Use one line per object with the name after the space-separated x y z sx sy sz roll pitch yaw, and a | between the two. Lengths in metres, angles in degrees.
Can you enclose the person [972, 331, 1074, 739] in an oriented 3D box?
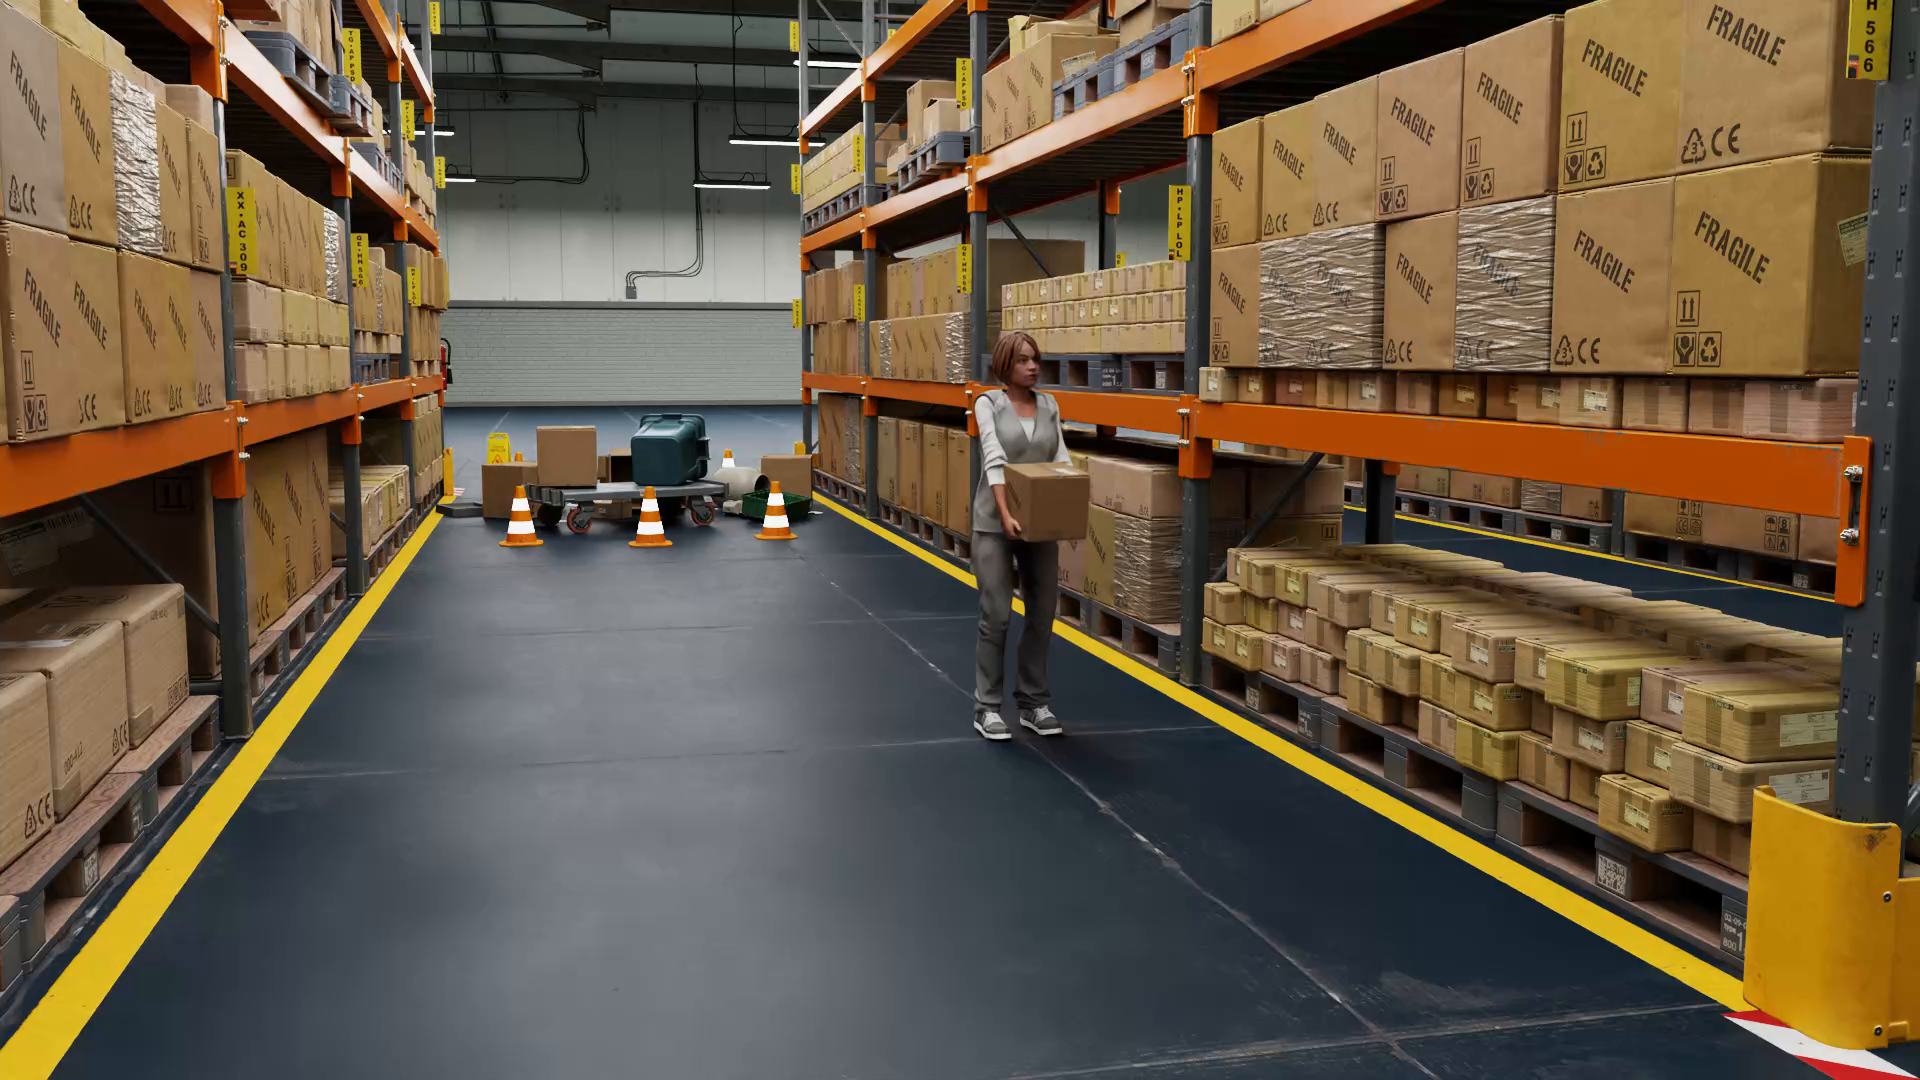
0.260 -0.005 6.503 0.375 1.584 0.500 -3 7 -22 | person
